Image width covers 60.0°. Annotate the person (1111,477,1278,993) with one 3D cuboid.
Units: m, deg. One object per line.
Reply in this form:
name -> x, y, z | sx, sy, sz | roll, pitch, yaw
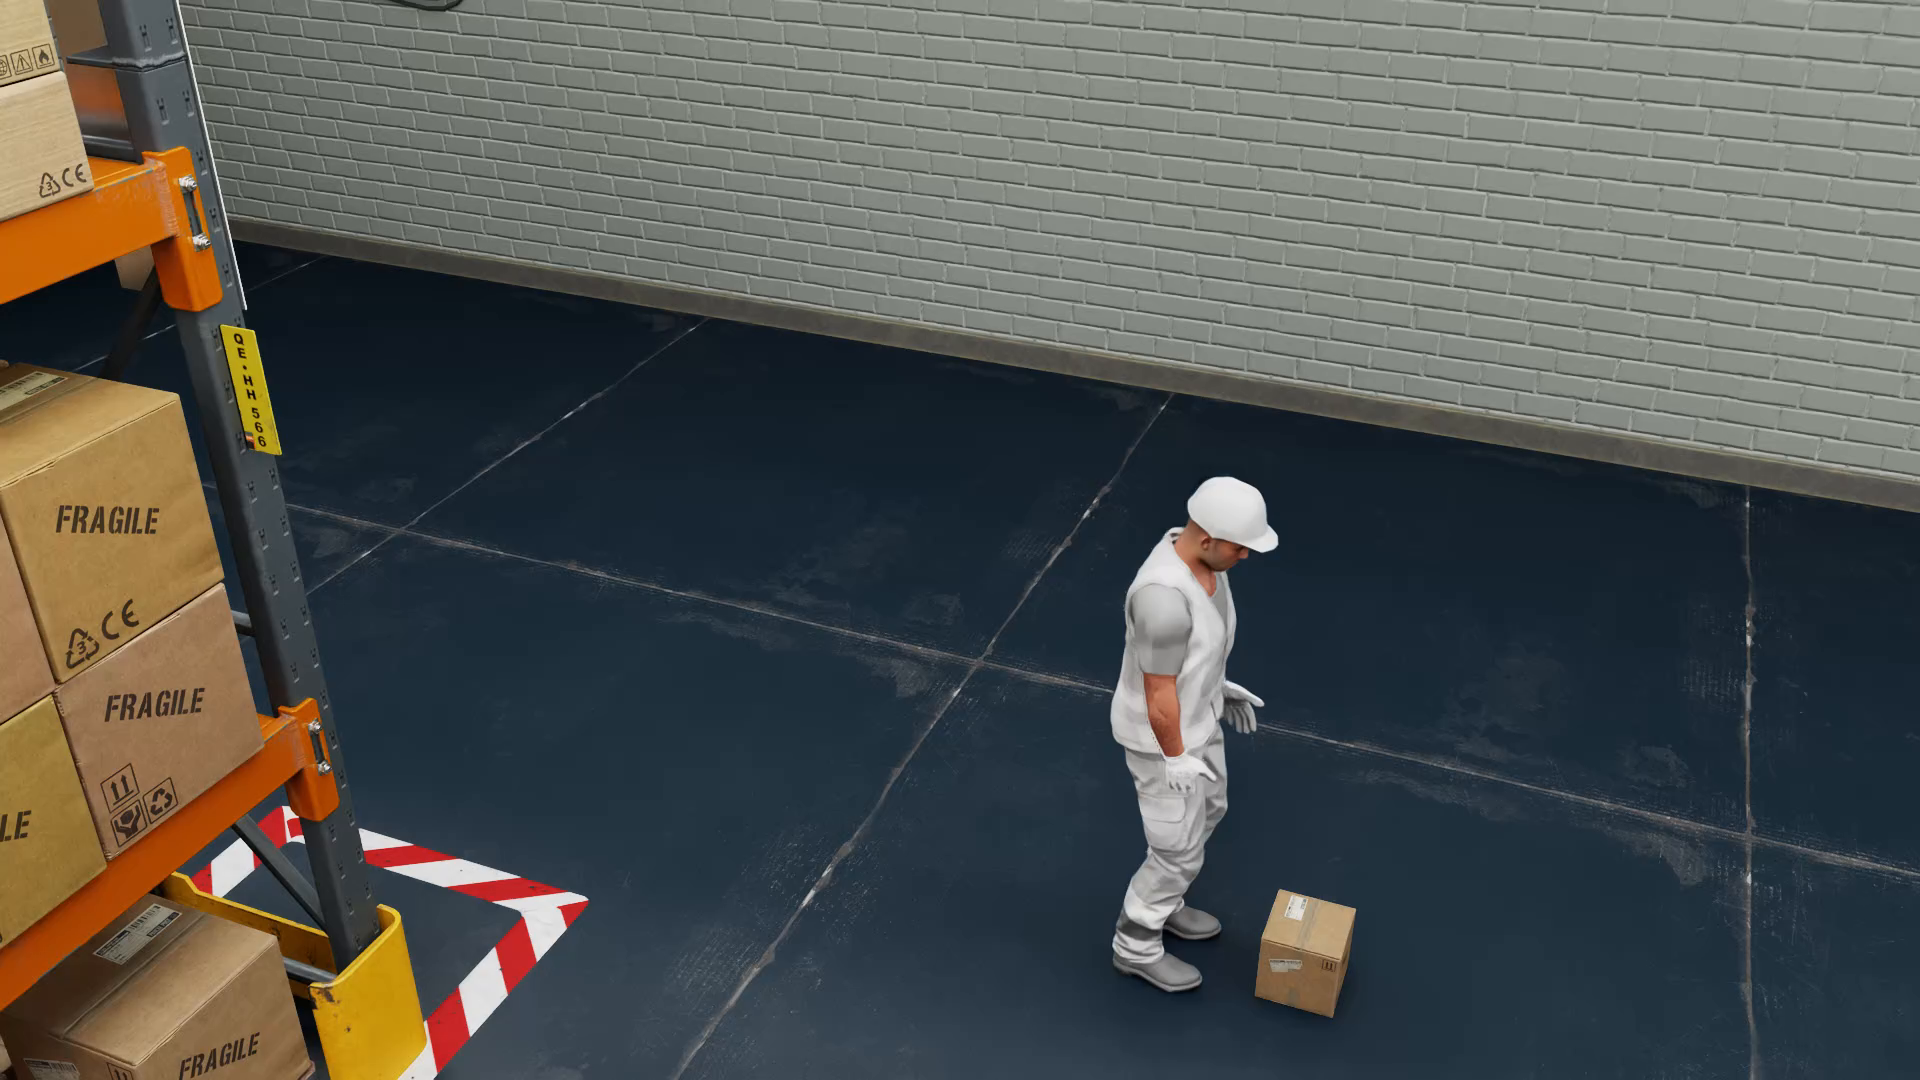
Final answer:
person -> 0.698, 0.579, 5.112 | 0.428, 1.751, 0.538 | 12, 32, 20
